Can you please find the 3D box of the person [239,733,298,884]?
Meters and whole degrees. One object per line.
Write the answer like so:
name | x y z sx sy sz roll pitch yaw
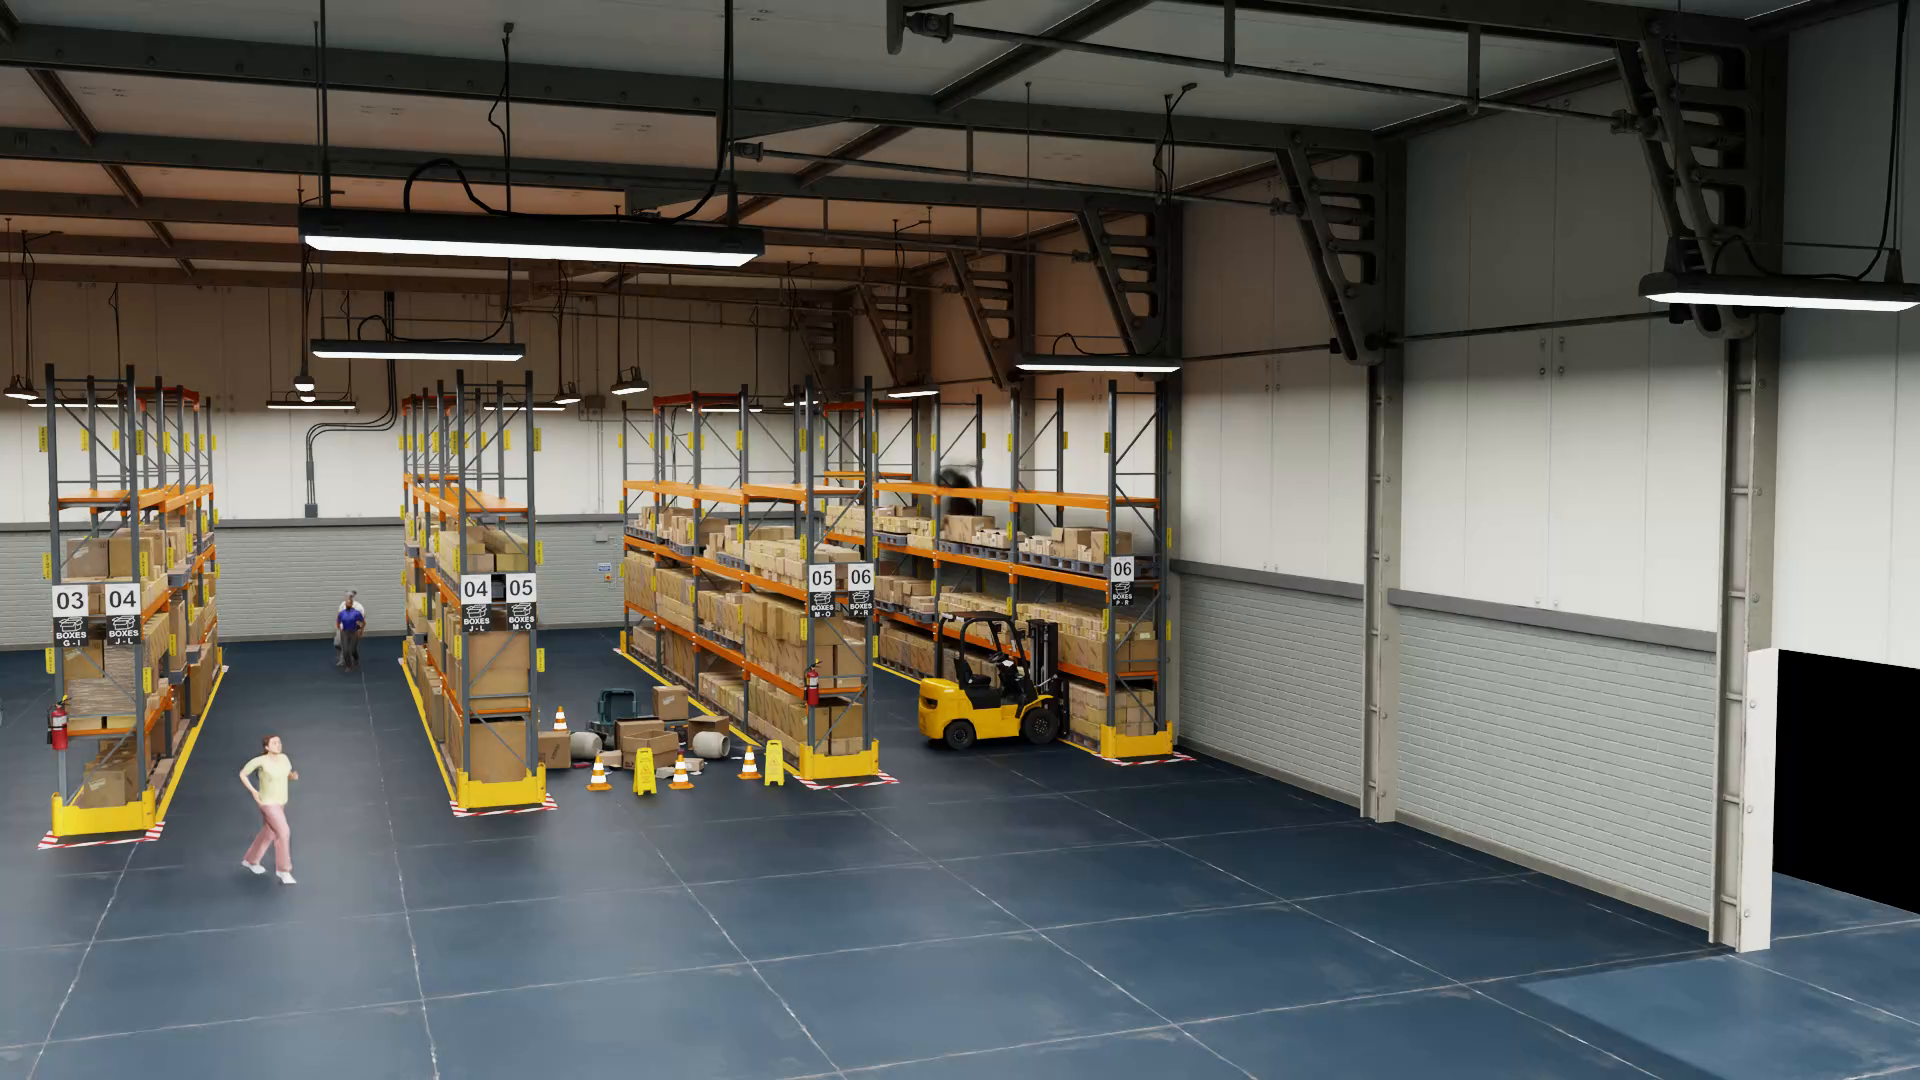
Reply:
person | -7.892 3.059 19.070 0.793 1.725 0.549 1 4 19

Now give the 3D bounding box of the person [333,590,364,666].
person | -13.806 1.963 37.494 0.806 1.714 0.599 0 3 6

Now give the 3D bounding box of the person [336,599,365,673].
person | -13.315 2.081 36.332 0.604 1.615 0.591 -1 3 -10
